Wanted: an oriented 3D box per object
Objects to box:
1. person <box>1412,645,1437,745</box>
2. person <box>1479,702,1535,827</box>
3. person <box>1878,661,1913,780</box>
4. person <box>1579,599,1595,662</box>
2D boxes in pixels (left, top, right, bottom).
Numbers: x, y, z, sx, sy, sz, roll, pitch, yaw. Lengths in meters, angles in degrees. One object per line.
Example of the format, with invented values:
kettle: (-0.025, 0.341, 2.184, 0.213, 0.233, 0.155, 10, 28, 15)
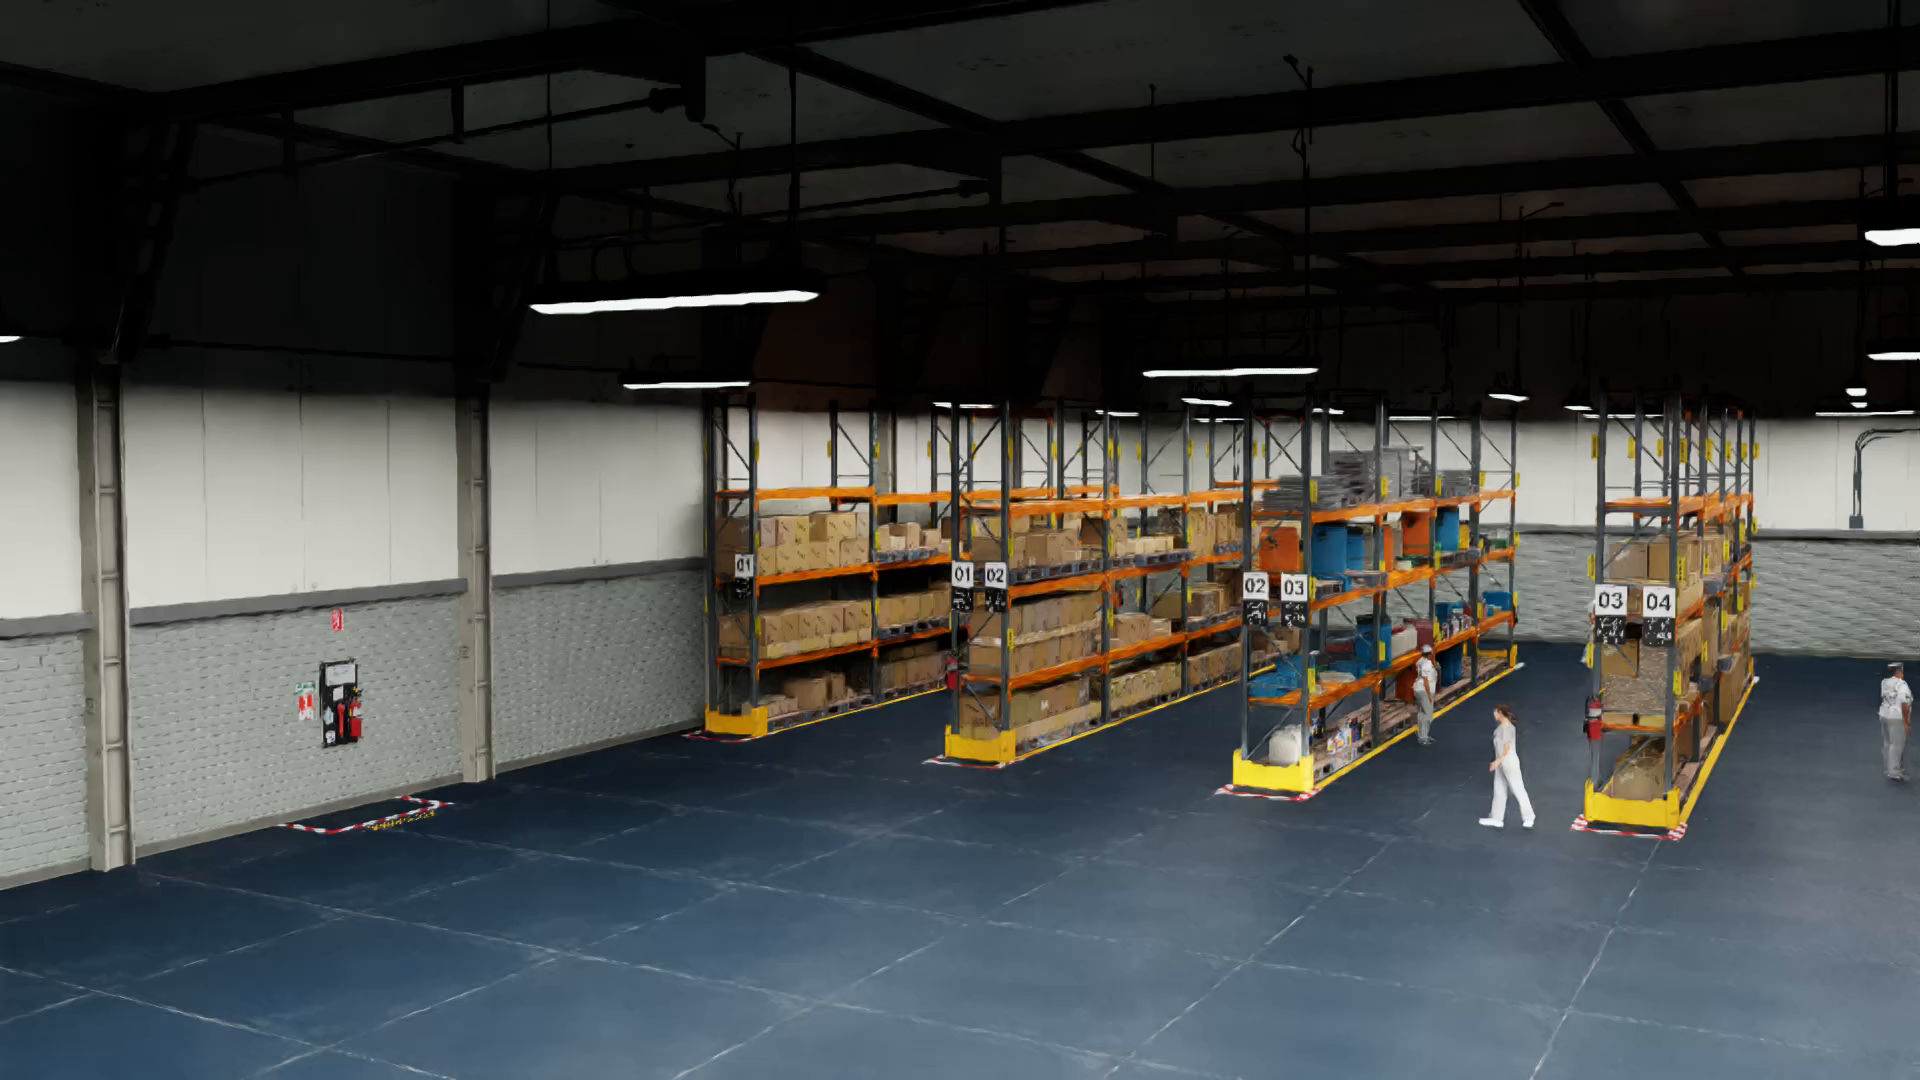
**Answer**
person: (7.979, 2.661, 28.519, 0.404, 1.727, 0.559, 0, 3, 2)
person: (7.291, 2.979, 22.091, 0.701, 1.664, 0.484, 0, 3, 2)
person: (14.322, 2.740, 25.399, 0.475, 1.761, 0.595, 0, 3, -3)
person: (14.899, 2.007, 39.025, 0.704, 1.784, 0.477, -1, 3, -24)
